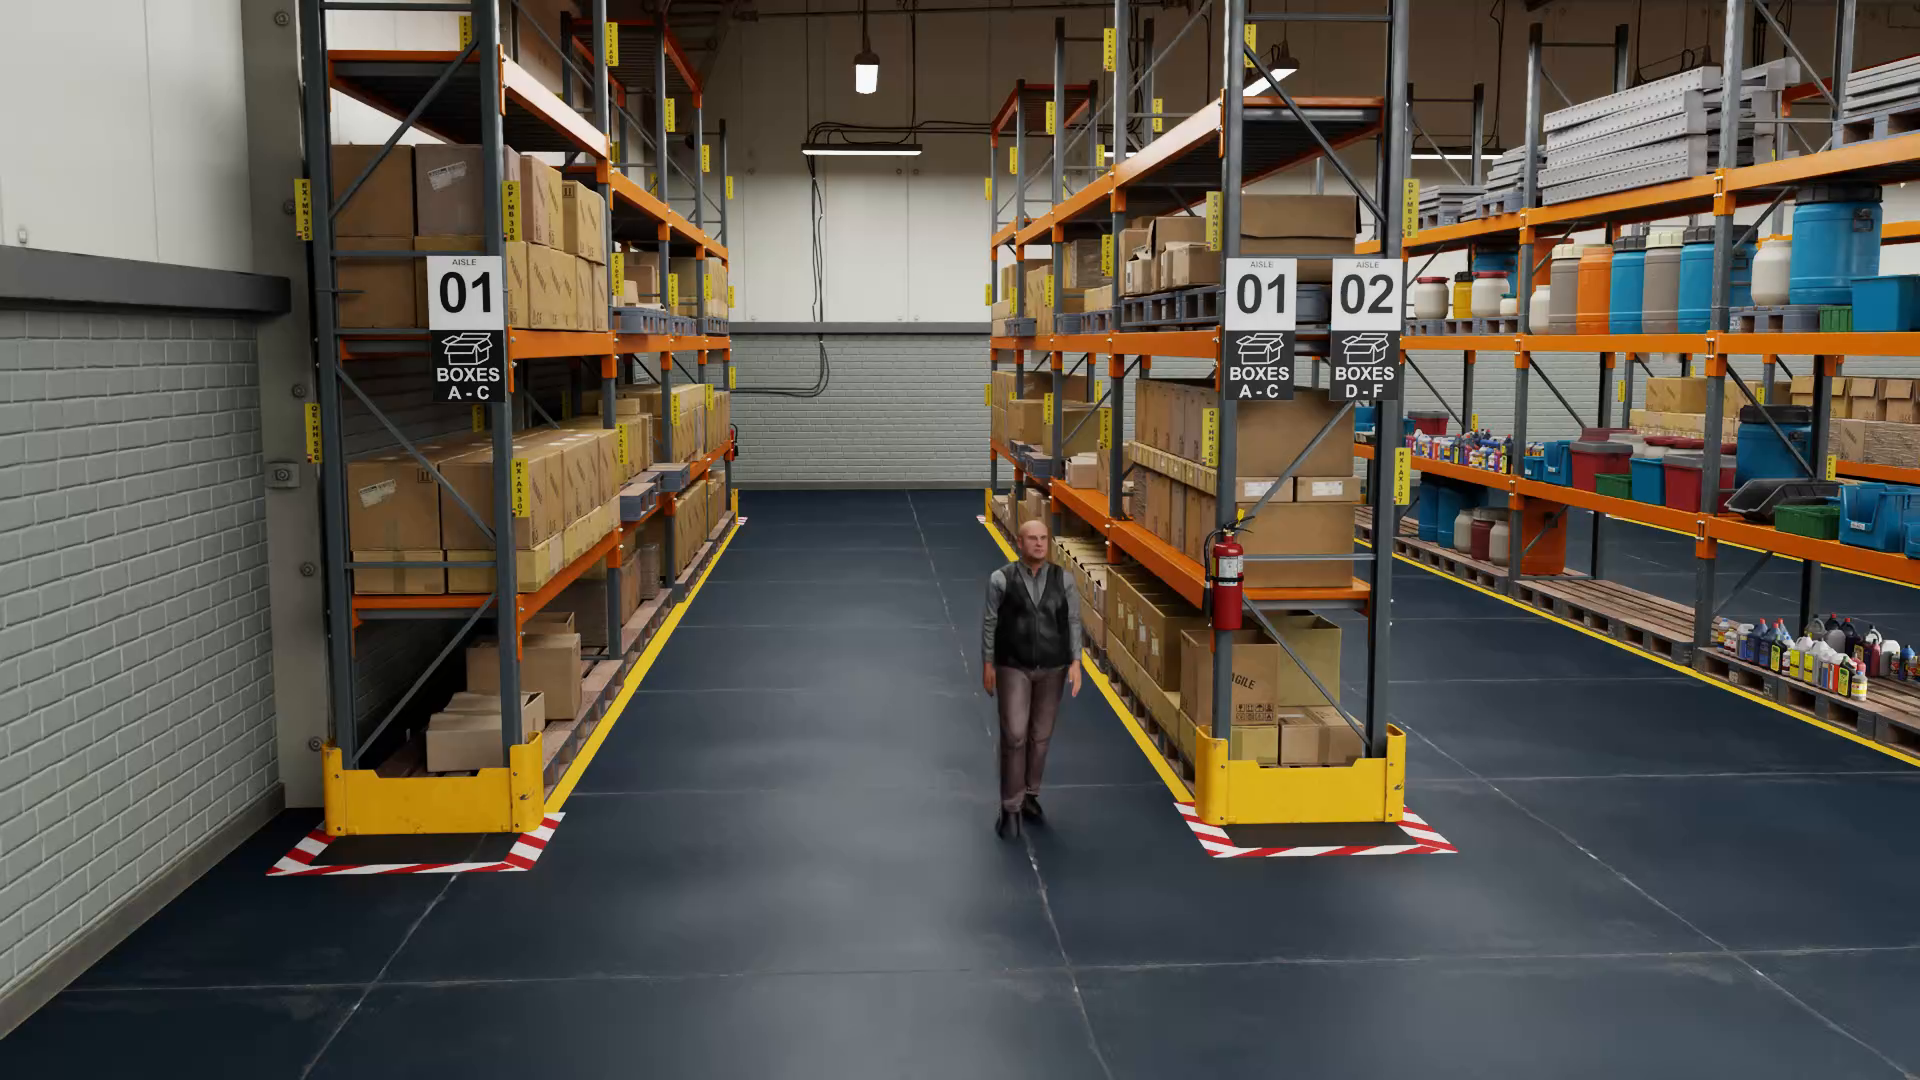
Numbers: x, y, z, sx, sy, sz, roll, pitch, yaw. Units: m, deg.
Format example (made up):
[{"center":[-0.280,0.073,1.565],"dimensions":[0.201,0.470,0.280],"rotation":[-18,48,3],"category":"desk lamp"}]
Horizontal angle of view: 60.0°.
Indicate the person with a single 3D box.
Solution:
[{"center":[0.422,0.782,9.415],"dimensions":[0.561,1.781,0.608],"rotation":[-1,7,-10],"category":"person"}]
